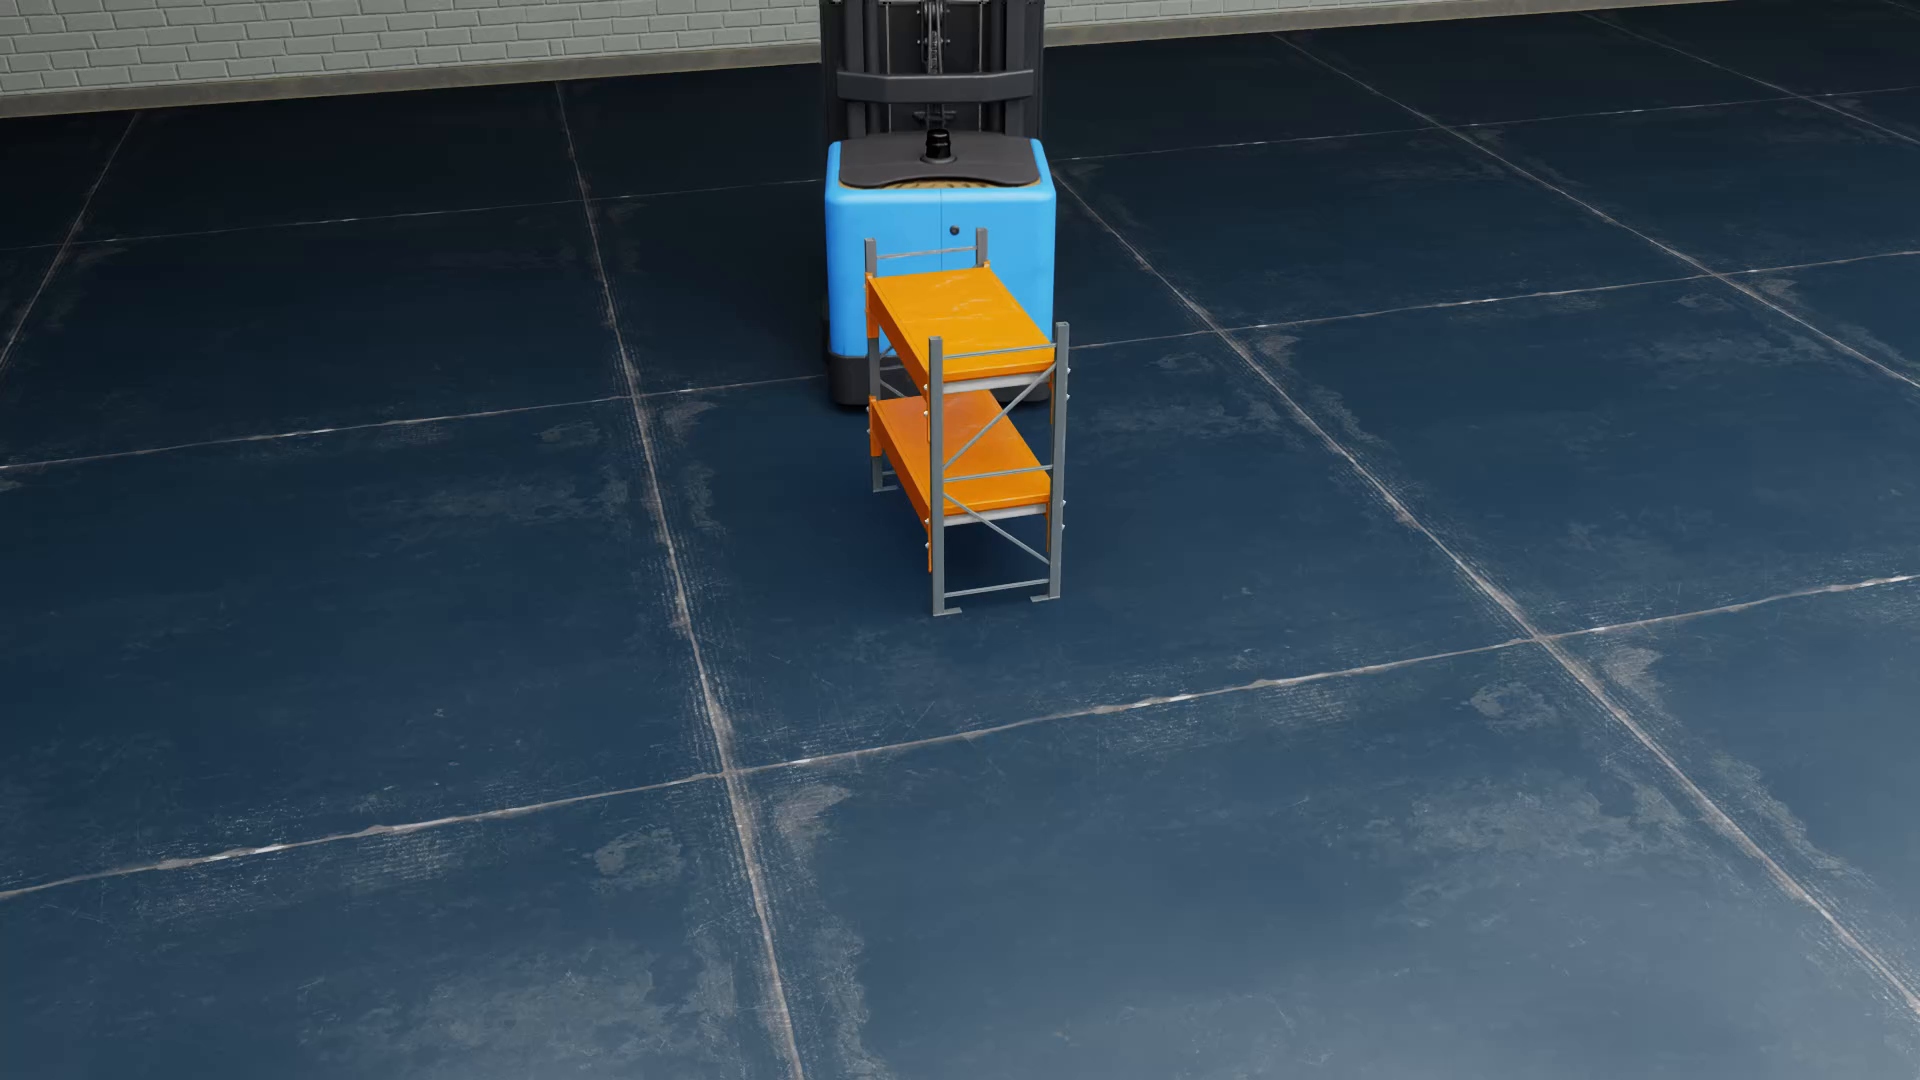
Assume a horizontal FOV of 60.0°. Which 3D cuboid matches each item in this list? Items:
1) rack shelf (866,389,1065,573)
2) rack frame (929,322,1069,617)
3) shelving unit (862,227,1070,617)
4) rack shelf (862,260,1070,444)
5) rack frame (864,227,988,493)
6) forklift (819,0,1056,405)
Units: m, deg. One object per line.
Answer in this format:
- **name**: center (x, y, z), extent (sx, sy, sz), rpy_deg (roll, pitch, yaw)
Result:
- **rack shelf**: center (0.002, -0.272, 6.585), extent (0.538, 0.278, 1.000), rpy_deg (-8, 31, -13)
- **rack frame**: center (0.137, -0.238, 6.038), extent (0.500, 1.125, 0.032), rpy_deg (-8, 31, -13)
- **shelving unit**: center (0.002, -0.484, 6.463), extent (0.538, 1.125, 1.048), rpy_deg (-8, 31, -13)
- **rack shelf**: center (0.002, -0.737, 6.316), extent (0.538, 0.278, 1.000), rpy_deg (-8, 31, -13)
- **rack frame**: center (-0.133, -0.729, 6.887), extent (0.500, 1.125, 0.032), rpy_deg (-8, 31, -13)
- **forklift**: center (-0.147, -2.597, 8.311), extent (1.130, 2.935, 3.031), rpy_deg (-1, 30, -2)
